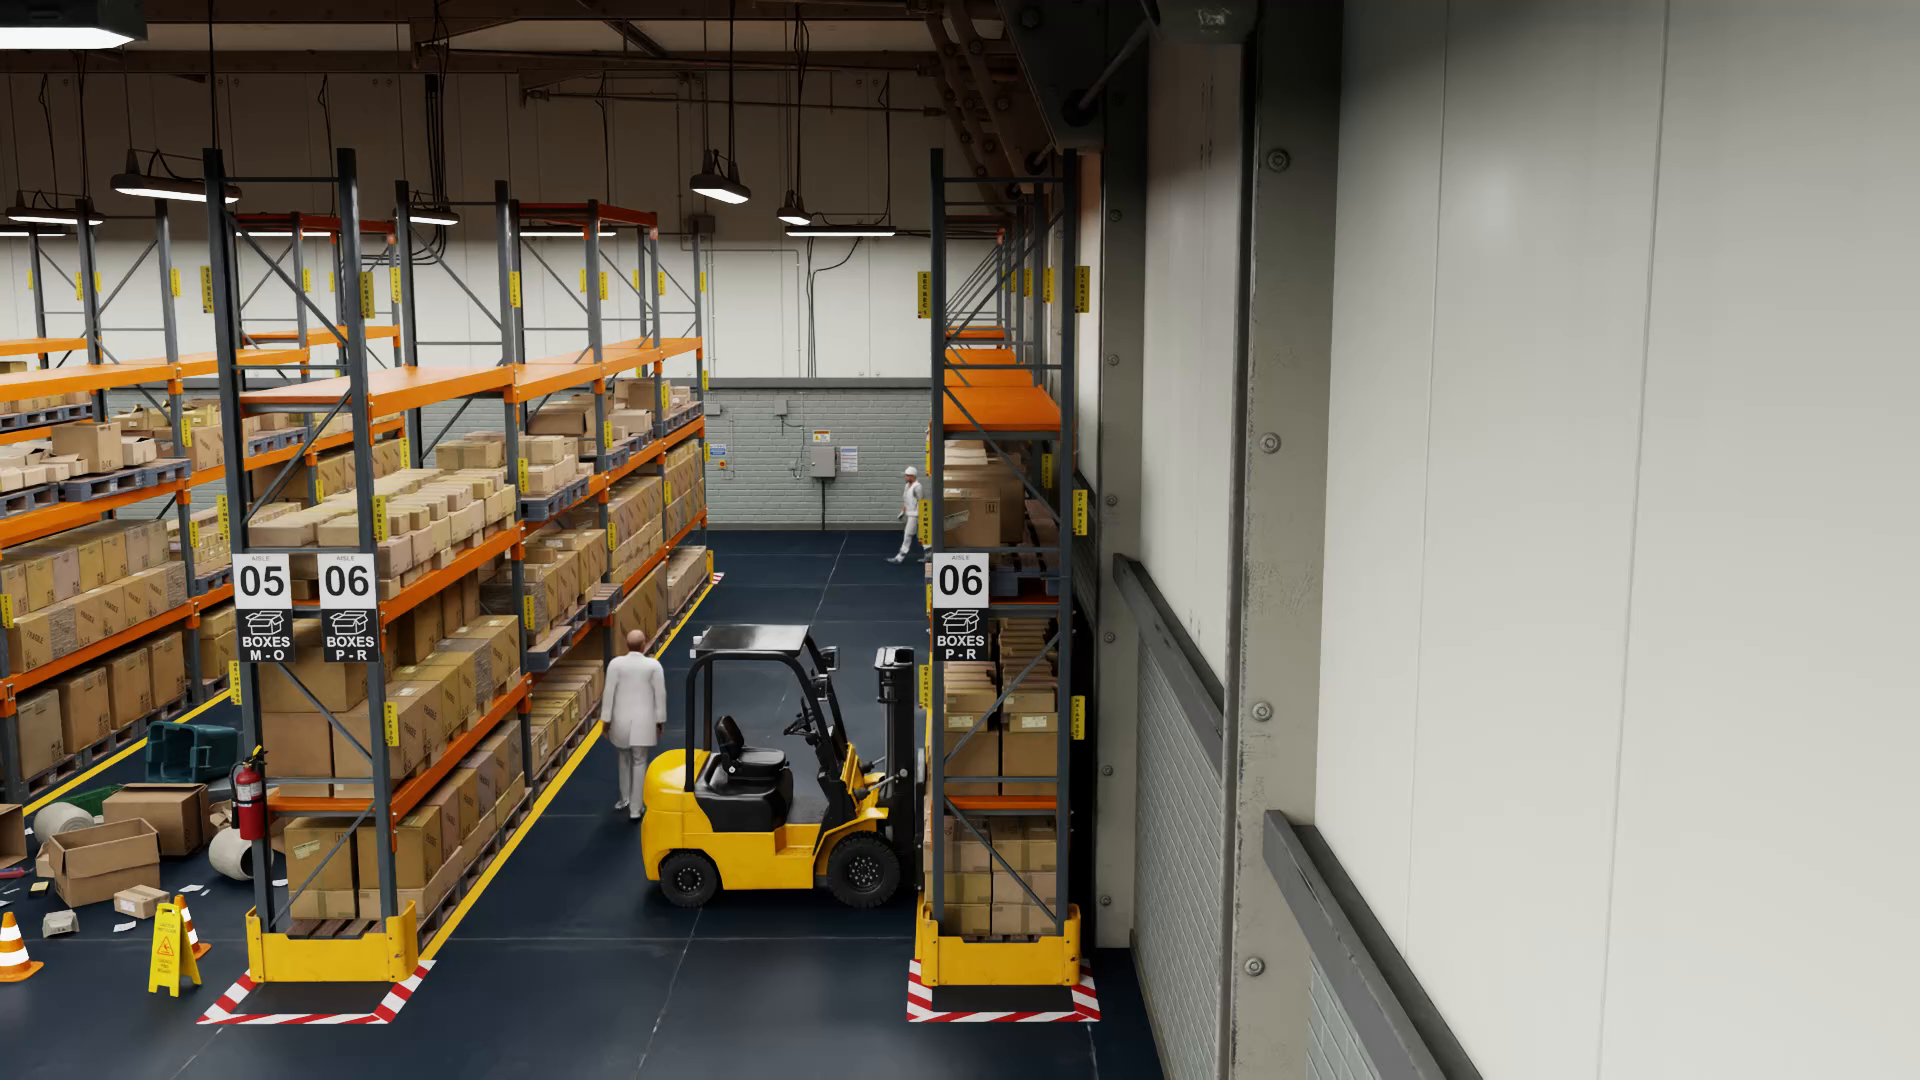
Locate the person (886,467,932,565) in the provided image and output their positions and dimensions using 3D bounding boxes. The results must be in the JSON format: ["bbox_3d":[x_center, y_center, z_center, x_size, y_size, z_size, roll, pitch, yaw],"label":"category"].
[{"bbox_3d":[-0.894,-0.433,29.593,0.927,1.754,0.596,-3,10,-20],"label":"person"}]

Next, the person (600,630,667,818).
[{"bbox_3d":[-3.123,1.843,15.951,0.625,1.716,0.608,-1,9,-5],"label":"person"}]
